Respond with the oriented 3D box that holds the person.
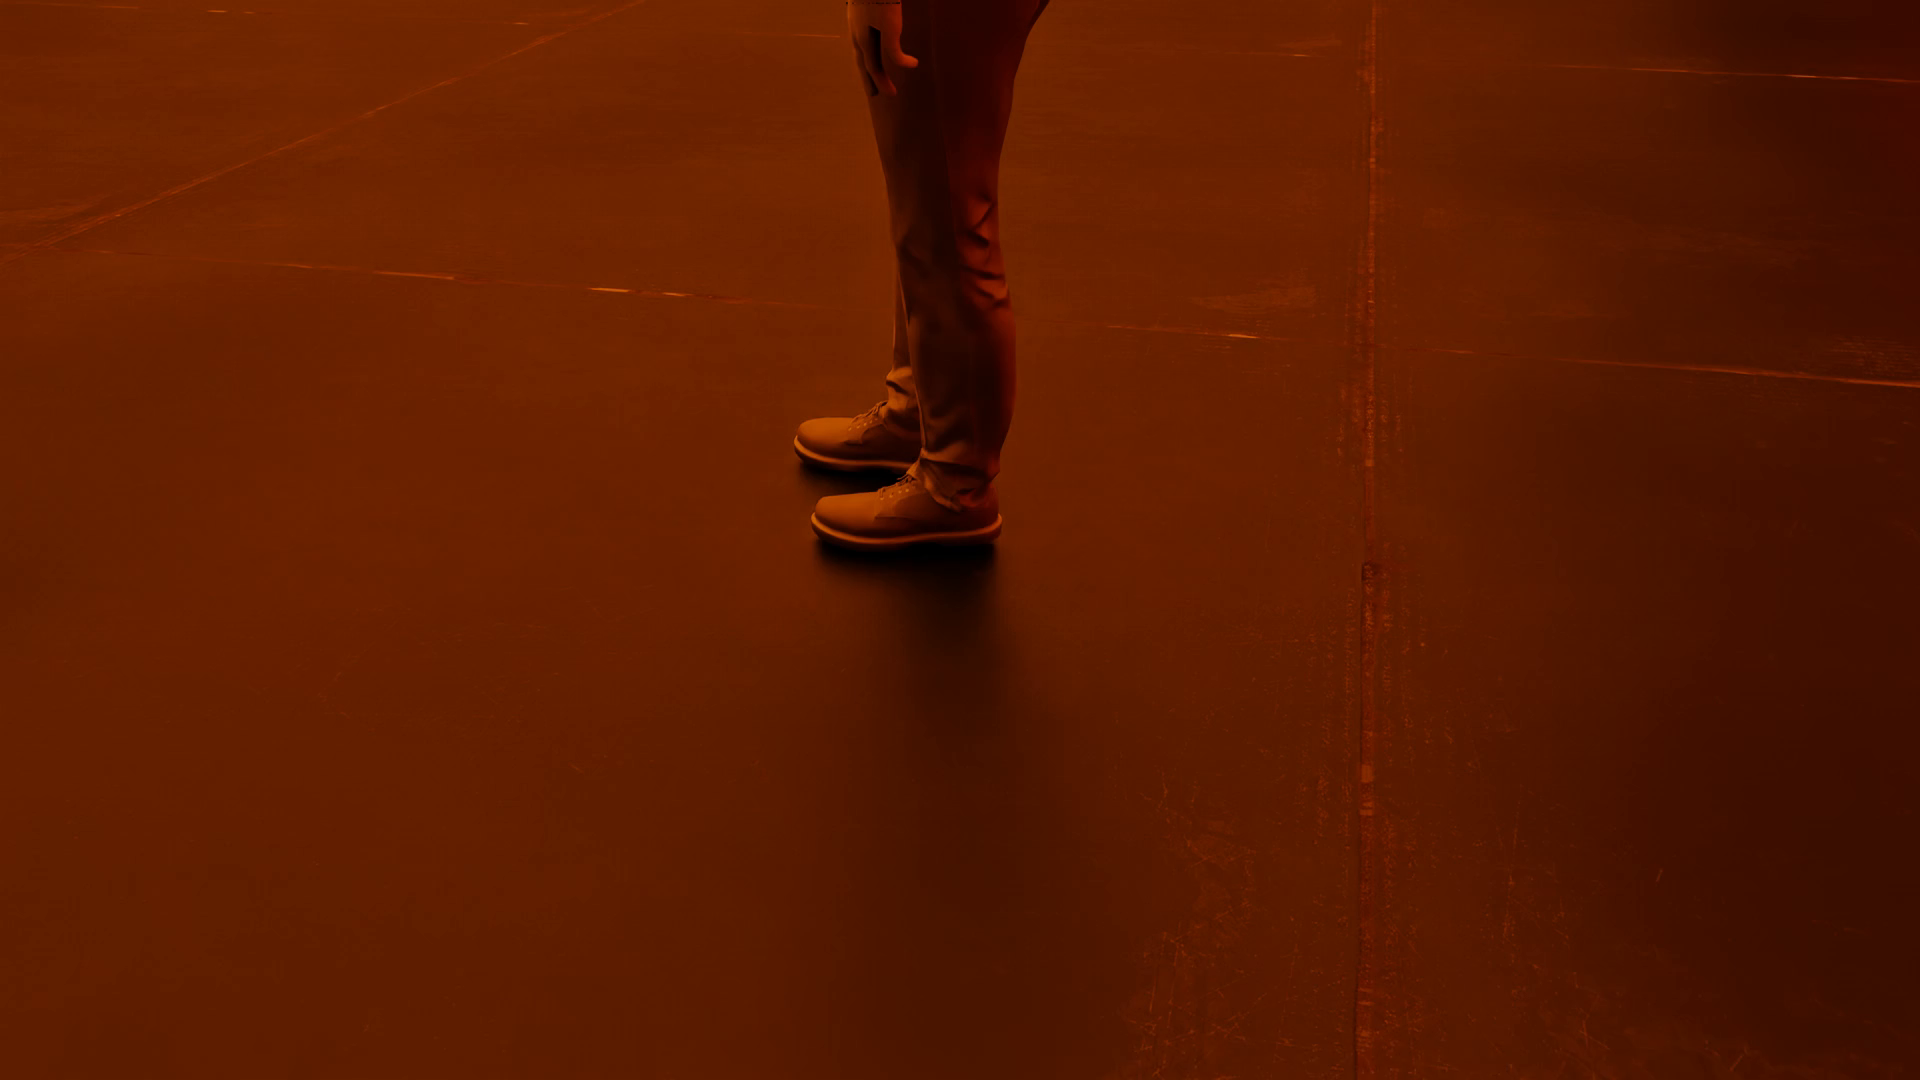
[{"bbox_3d":[-0.064,-0.773,2.134,0.534,1.696,0.587,6,27,11],"label":"person"}]
